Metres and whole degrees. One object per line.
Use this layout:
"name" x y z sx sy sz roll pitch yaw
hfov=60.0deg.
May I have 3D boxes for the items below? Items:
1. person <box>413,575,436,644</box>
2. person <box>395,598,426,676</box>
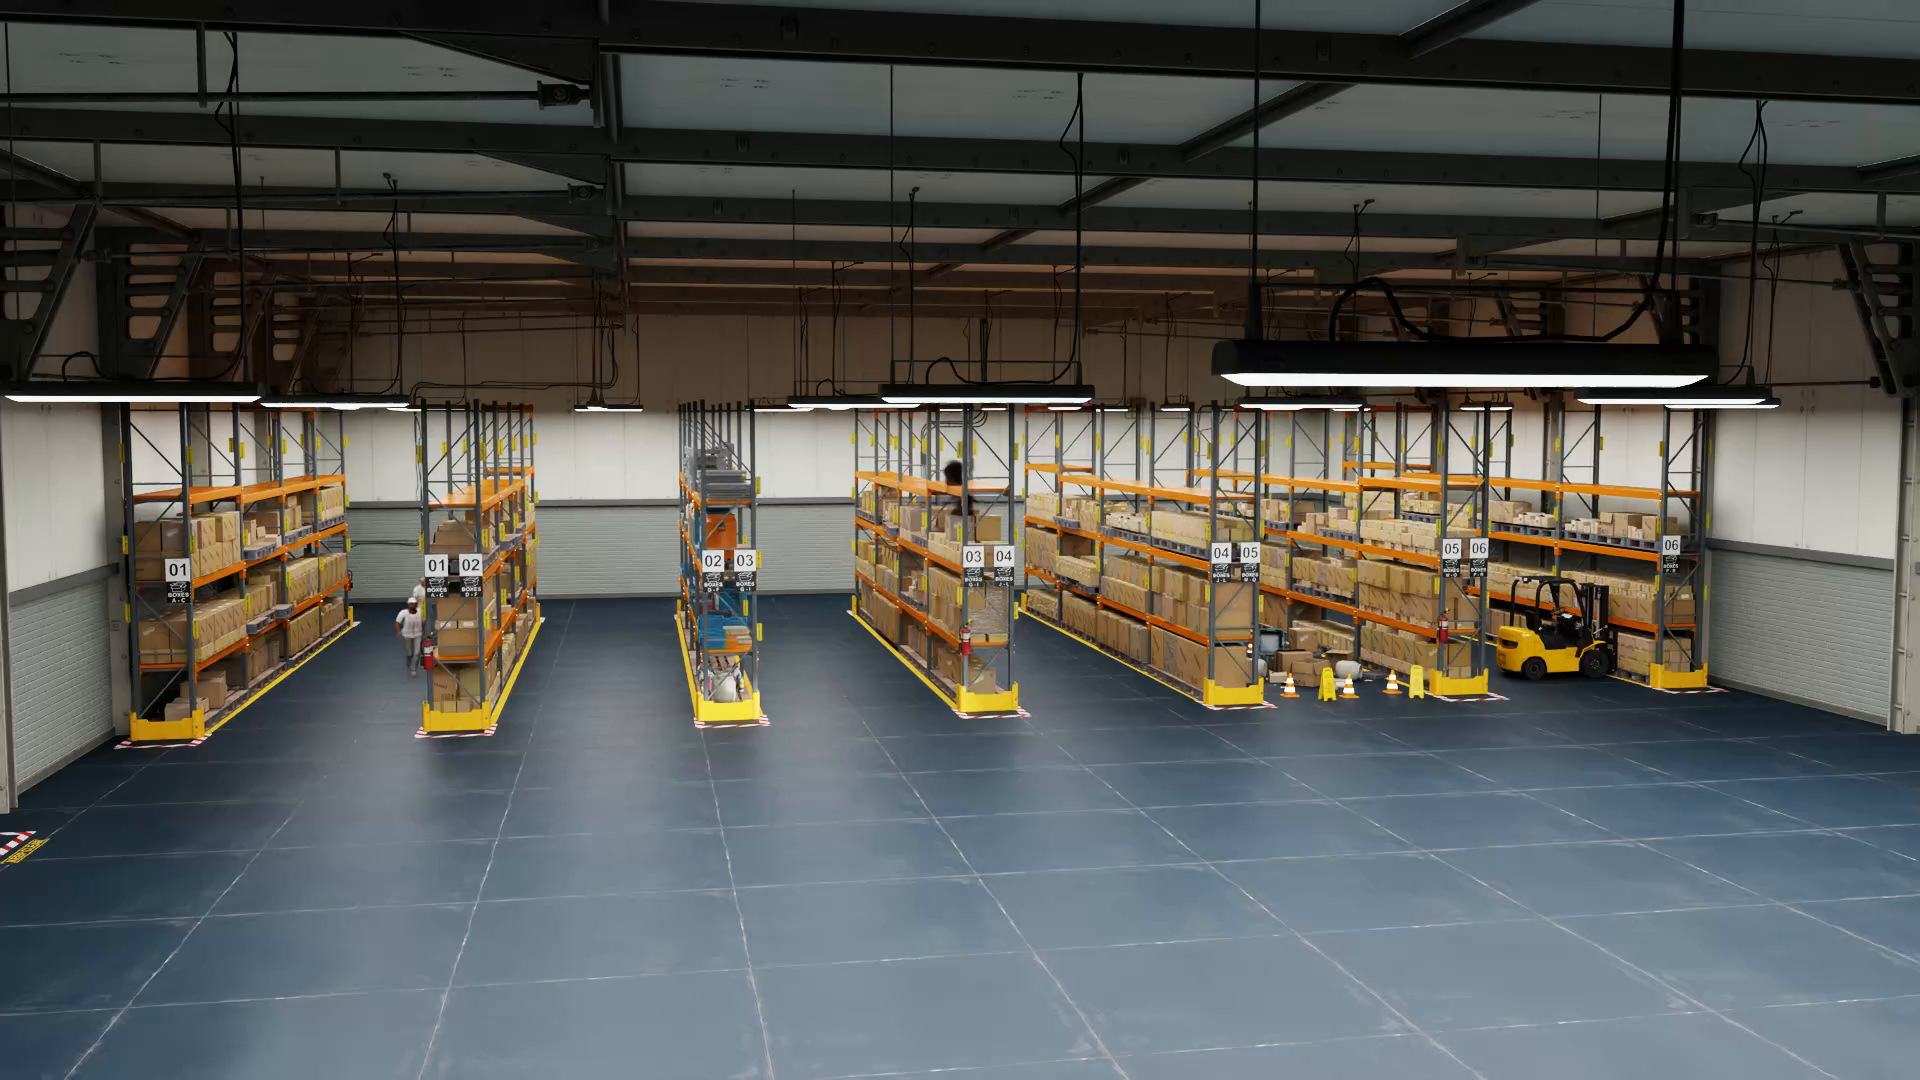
"person" -13.438 1.734 41.732 0.526 1.744 0.848 0 4 -5
"person" -12.076 2.112 36.694 0.714 1.719 0.643 -2 5 -24
